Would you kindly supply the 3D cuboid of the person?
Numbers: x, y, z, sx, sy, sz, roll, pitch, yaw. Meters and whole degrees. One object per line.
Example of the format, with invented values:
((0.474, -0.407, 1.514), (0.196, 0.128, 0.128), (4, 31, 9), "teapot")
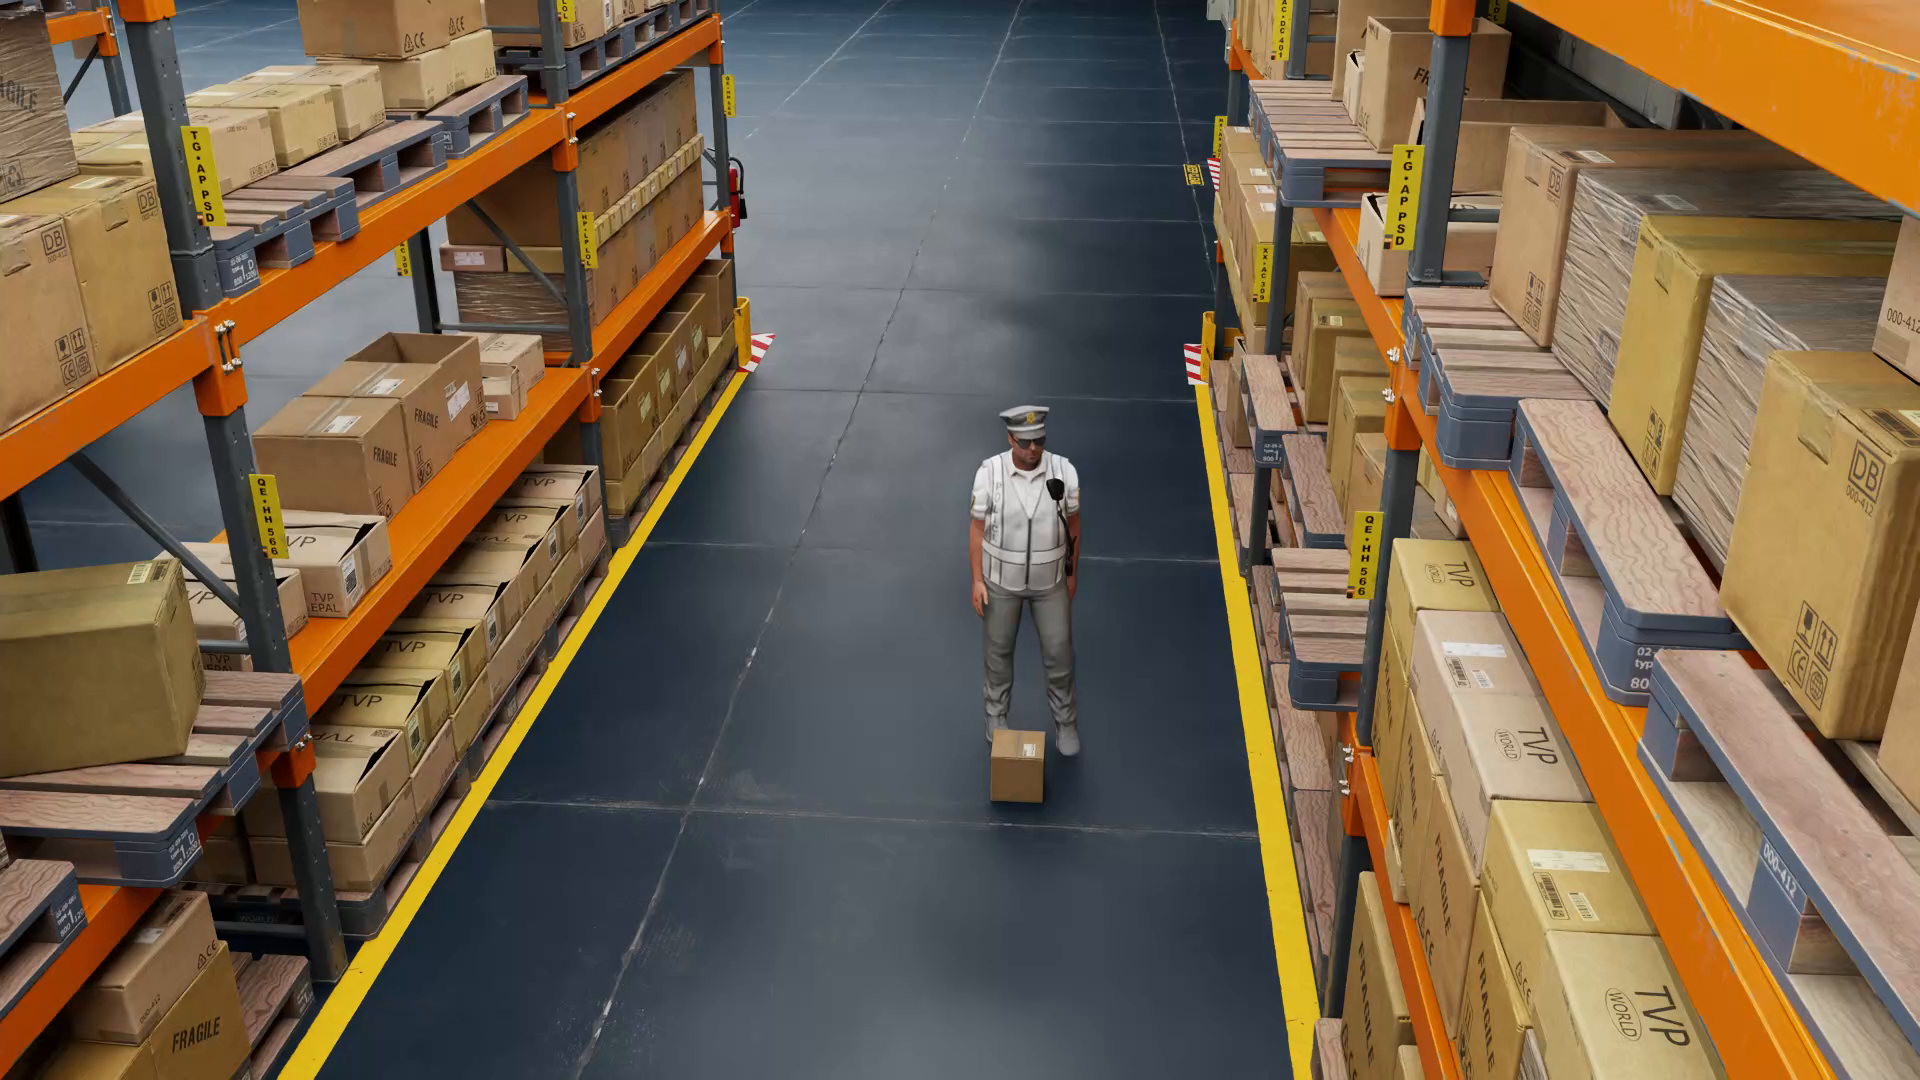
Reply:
((0.352, 0.205, 8.151), (0.528, 1.749, 0.393), (2, 24, 5), "person")
